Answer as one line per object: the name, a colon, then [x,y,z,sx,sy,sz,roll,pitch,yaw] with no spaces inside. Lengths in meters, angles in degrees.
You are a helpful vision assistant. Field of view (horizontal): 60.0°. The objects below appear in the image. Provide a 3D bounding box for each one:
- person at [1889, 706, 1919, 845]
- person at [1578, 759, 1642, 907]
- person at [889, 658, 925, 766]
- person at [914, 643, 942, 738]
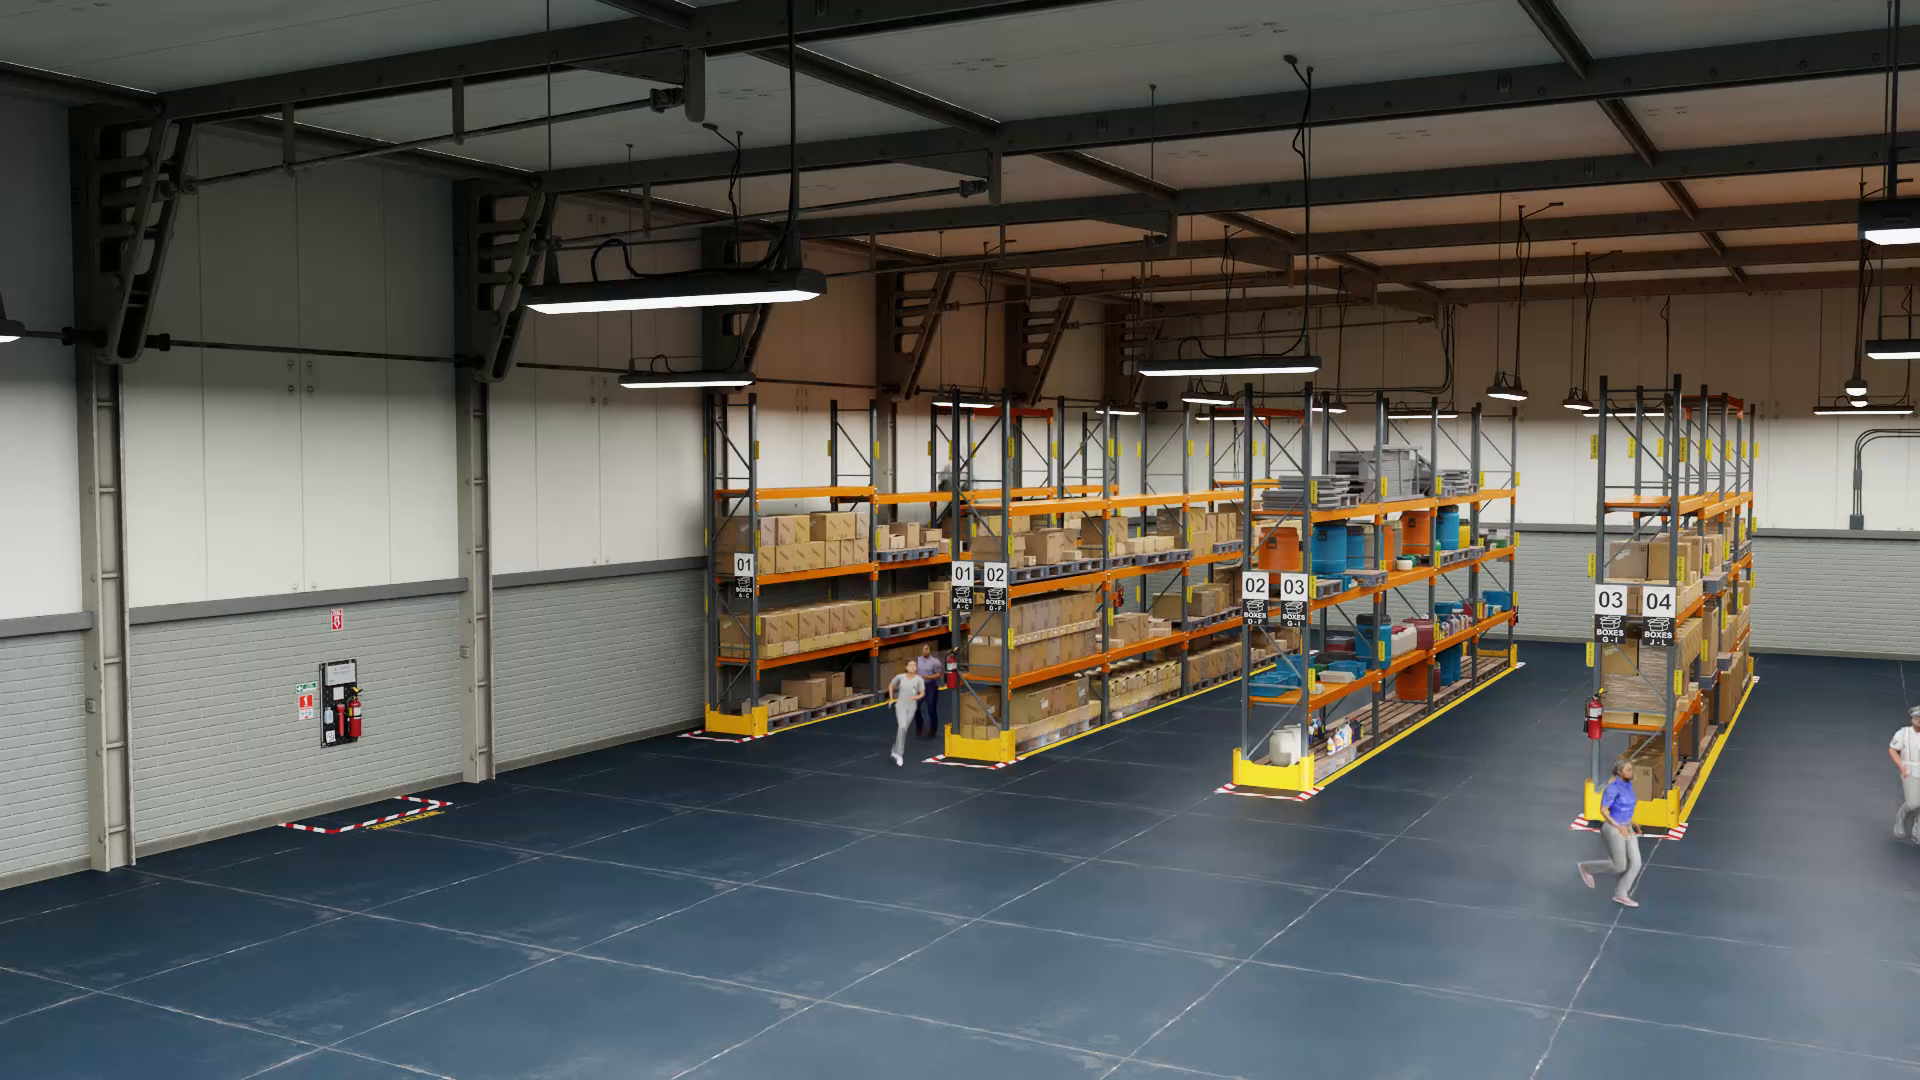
person: [12.258,2.997,21.209,0.656,1.731,0.539,1,3,18]
person: [7.227,3.211,18.413,0.562,1.614,0.674,-2,4,-38]
person: [-0.839,2.726,26.642,0.568,1.659,0.771,-1,3,-13]
person: [-0.597,2.623,28.954,0.577,1.660,0.682,1,3,17]
